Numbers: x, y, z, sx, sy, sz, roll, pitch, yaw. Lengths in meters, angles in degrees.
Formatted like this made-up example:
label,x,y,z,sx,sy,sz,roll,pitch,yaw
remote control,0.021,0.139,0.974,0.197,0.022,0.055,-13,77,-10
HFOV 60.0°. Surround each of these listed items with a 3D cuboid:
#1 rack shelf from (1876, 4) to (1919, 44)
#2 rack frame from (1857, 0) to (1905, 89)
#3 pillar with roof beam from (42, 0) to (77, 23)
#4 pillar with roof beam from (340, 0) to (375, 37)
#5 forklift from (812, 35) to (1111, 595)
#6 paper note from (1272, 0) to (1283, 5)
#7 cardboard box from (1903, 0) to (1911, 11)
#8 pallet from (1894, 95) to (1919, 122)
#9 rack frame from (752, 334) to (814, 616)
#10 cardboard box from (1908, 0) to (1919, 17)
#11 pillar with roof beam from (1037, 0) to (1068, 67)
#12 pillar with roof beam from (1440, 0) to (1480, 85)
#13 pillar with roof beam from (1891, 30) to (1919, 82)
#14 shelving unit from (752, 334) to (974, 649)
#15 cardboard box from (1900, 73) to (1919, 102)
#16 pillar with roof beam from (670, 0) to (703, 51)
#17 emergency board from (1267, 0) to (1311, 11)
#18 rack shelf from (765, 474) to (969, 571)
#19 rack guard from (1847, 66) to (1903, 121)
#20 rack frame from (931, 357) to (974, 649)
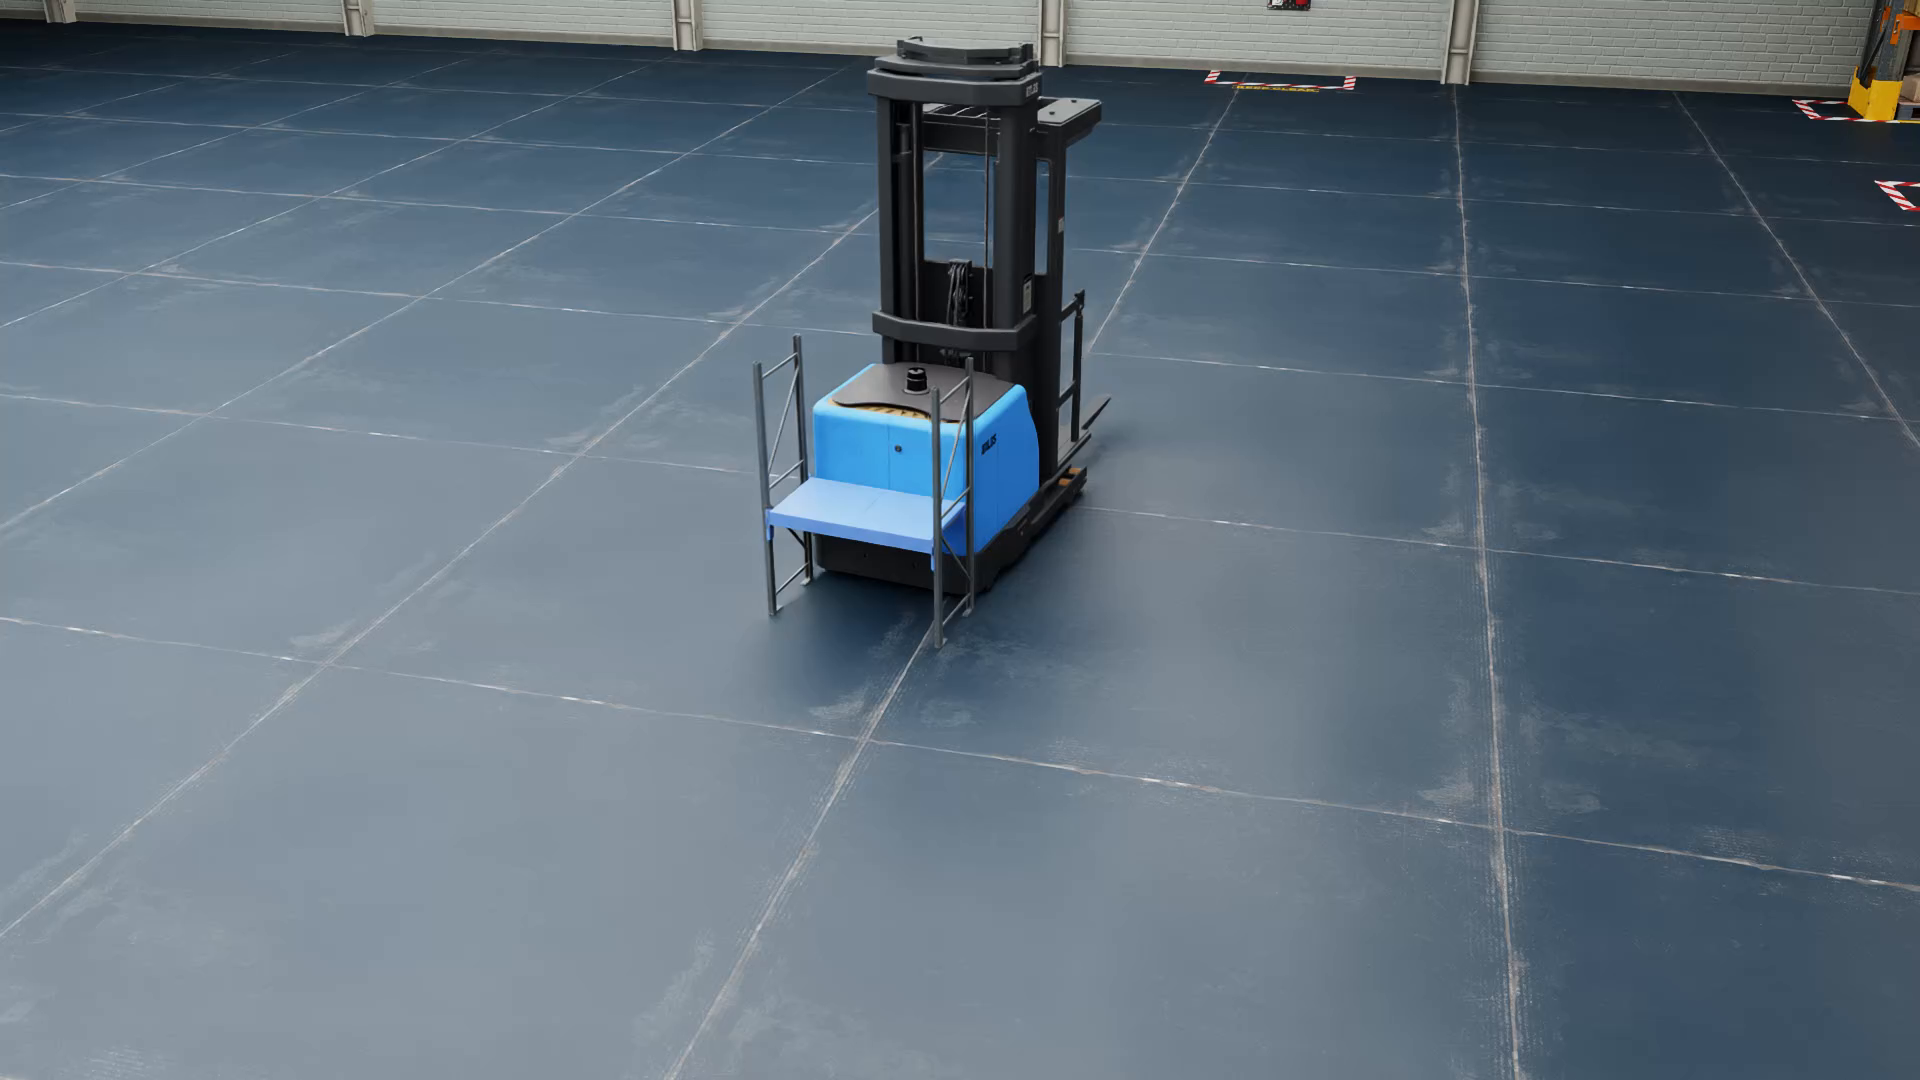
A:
label,x,y,z,sx,sy,sz,roll,pitch,yaw
rack shelf,14.077,-6.570,21.398,4.000,0.370,1.077,6,26,13
rack frame,12.140,-7.109,21.693,0.127,3.000,1.000,6,26,13
pillar with roof beam,-17.093,-11.523,23.984,0.400,9.000,9.100,6,26,13
pillar with roof beam,-11.282,-10.880,22.635,0.400,9.000,9.100,6,26,13
forklift,0.186,-1.619,10.242,1.130,2.935,3.031,10,27,20
paper note,4.685,-7.967,24.520,0.142,0.148,0.016,6,26,13
cardboard box,12.641,-7.081,21.785,0.500,0.250,0.500,7,26,14
pallet,12.992,-5.740,22.062,1.213,0.211,1.003,6,26,13
rack frame,-0.974,-0.352,9.234,0.032,1.500,0.500,10,28,20
cardboard box,12.534,-6.866,21.334,0.500,0.250,0.500,6,26,11
pillar with roof beam,0.340,-9.596,19.936,0.400,9.000,9.100,6,26,13
pillar with roof beam,6.151,-8.953,18.587,0.400,9.000,9.100,6,26,13
pillar with roof beam,11.961,-8.311,17.238,0.400,9.000,9.100,6,26,13
shelving unit,-0.503,-0.269,9.060,1.048,1.500,0.538,10,28,20
cardboard box,12.788,-5.982,21.942,0.500,0.311,0.500,3,26,7
pillar with roof beam,-5.471,-10.238,21.286,0.400,9.000,9.100,6,26,13
emergency board,4.839,-8.317,24.230,0.643,1.169,0.194,6,26,13
rack shelf,-0.502,-0.108,9.140,1.000,0.185,0.538,10,28,20
rack guard,12.214,-5.973,22.213,0.348,0.500,1.175,6,26,13
rack frame,-0.033,-0.186,8.886,0.032,1.500,0.500,10,28,20
